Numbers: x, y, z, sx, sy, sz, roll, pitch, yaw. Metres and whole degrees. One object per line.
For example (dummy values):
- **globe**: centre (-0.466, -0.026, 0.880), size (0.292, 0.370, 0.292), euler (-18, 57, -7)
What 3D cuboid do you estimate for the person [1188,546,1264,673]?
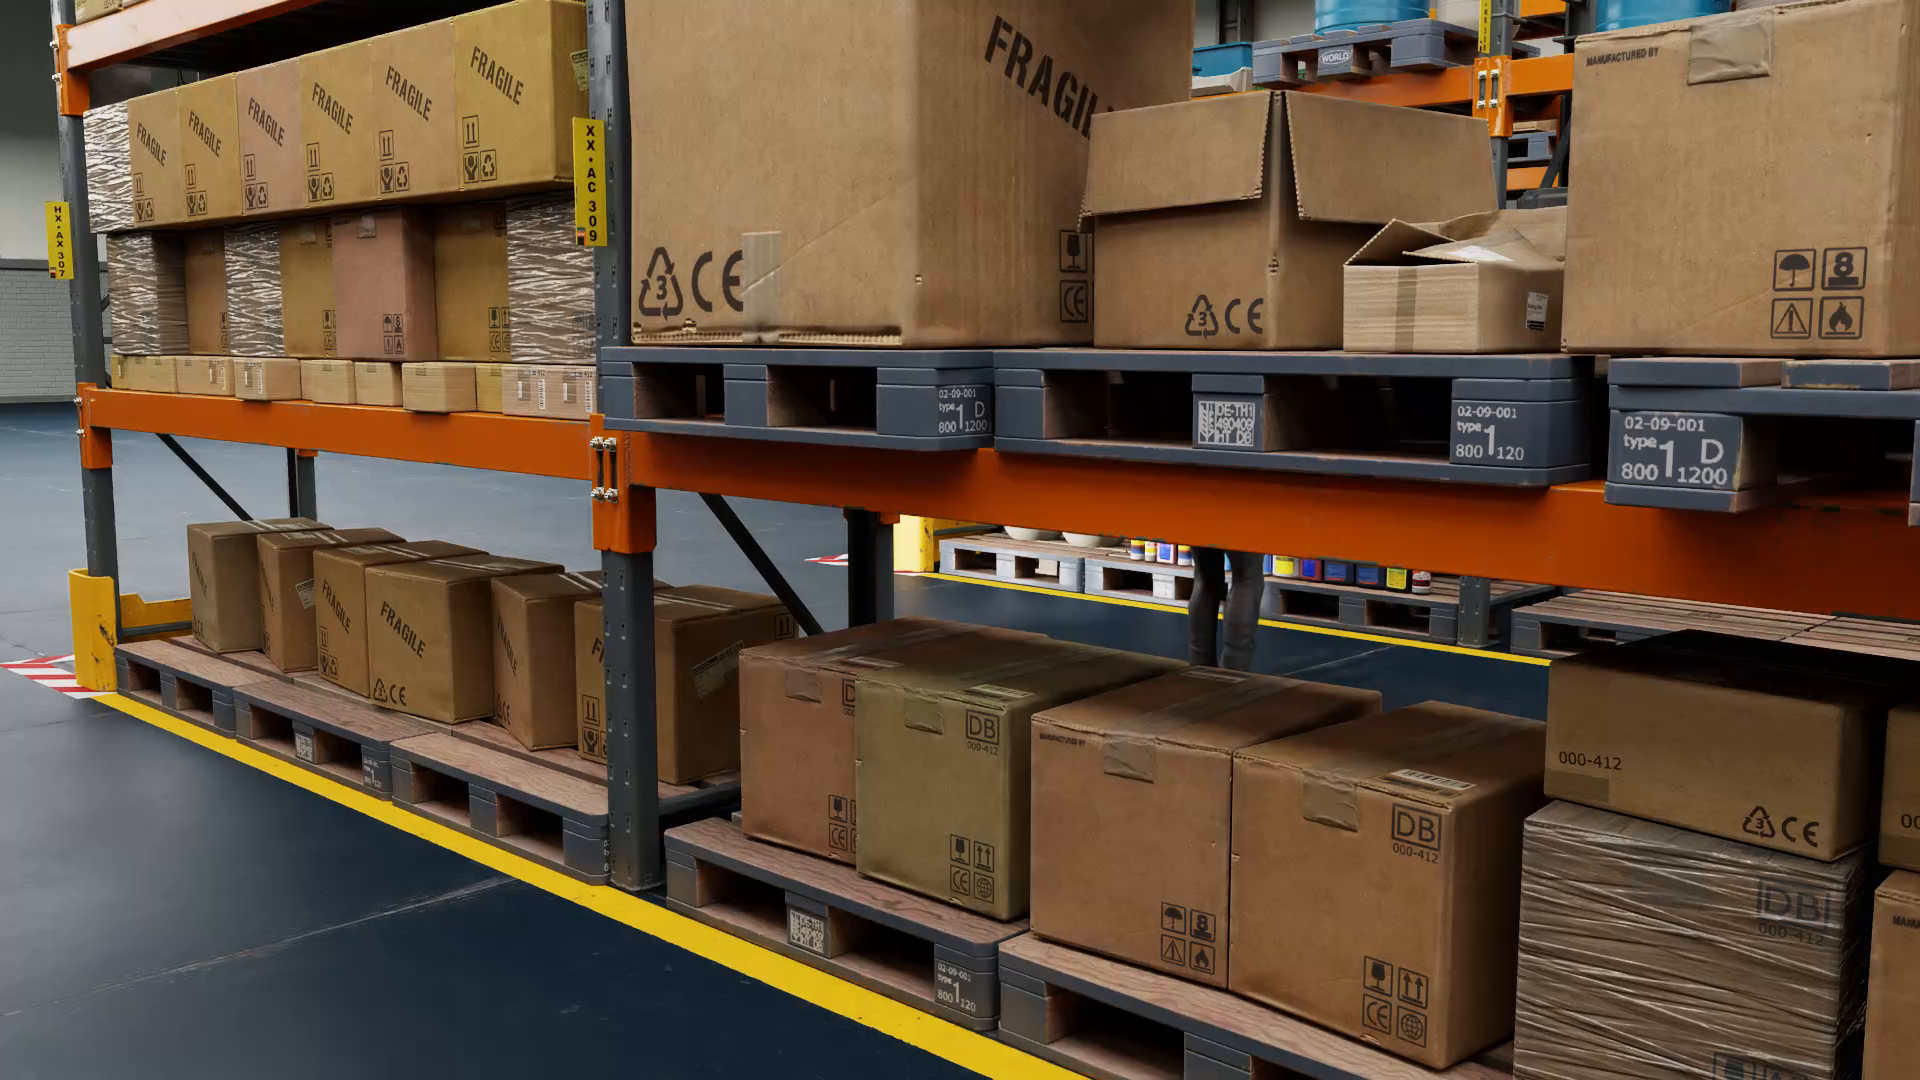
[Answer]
- **person**: centre (1.199, -0.178, 7.241), size (0.449, 1.654, 0.509), euler (7, 10, 44)
